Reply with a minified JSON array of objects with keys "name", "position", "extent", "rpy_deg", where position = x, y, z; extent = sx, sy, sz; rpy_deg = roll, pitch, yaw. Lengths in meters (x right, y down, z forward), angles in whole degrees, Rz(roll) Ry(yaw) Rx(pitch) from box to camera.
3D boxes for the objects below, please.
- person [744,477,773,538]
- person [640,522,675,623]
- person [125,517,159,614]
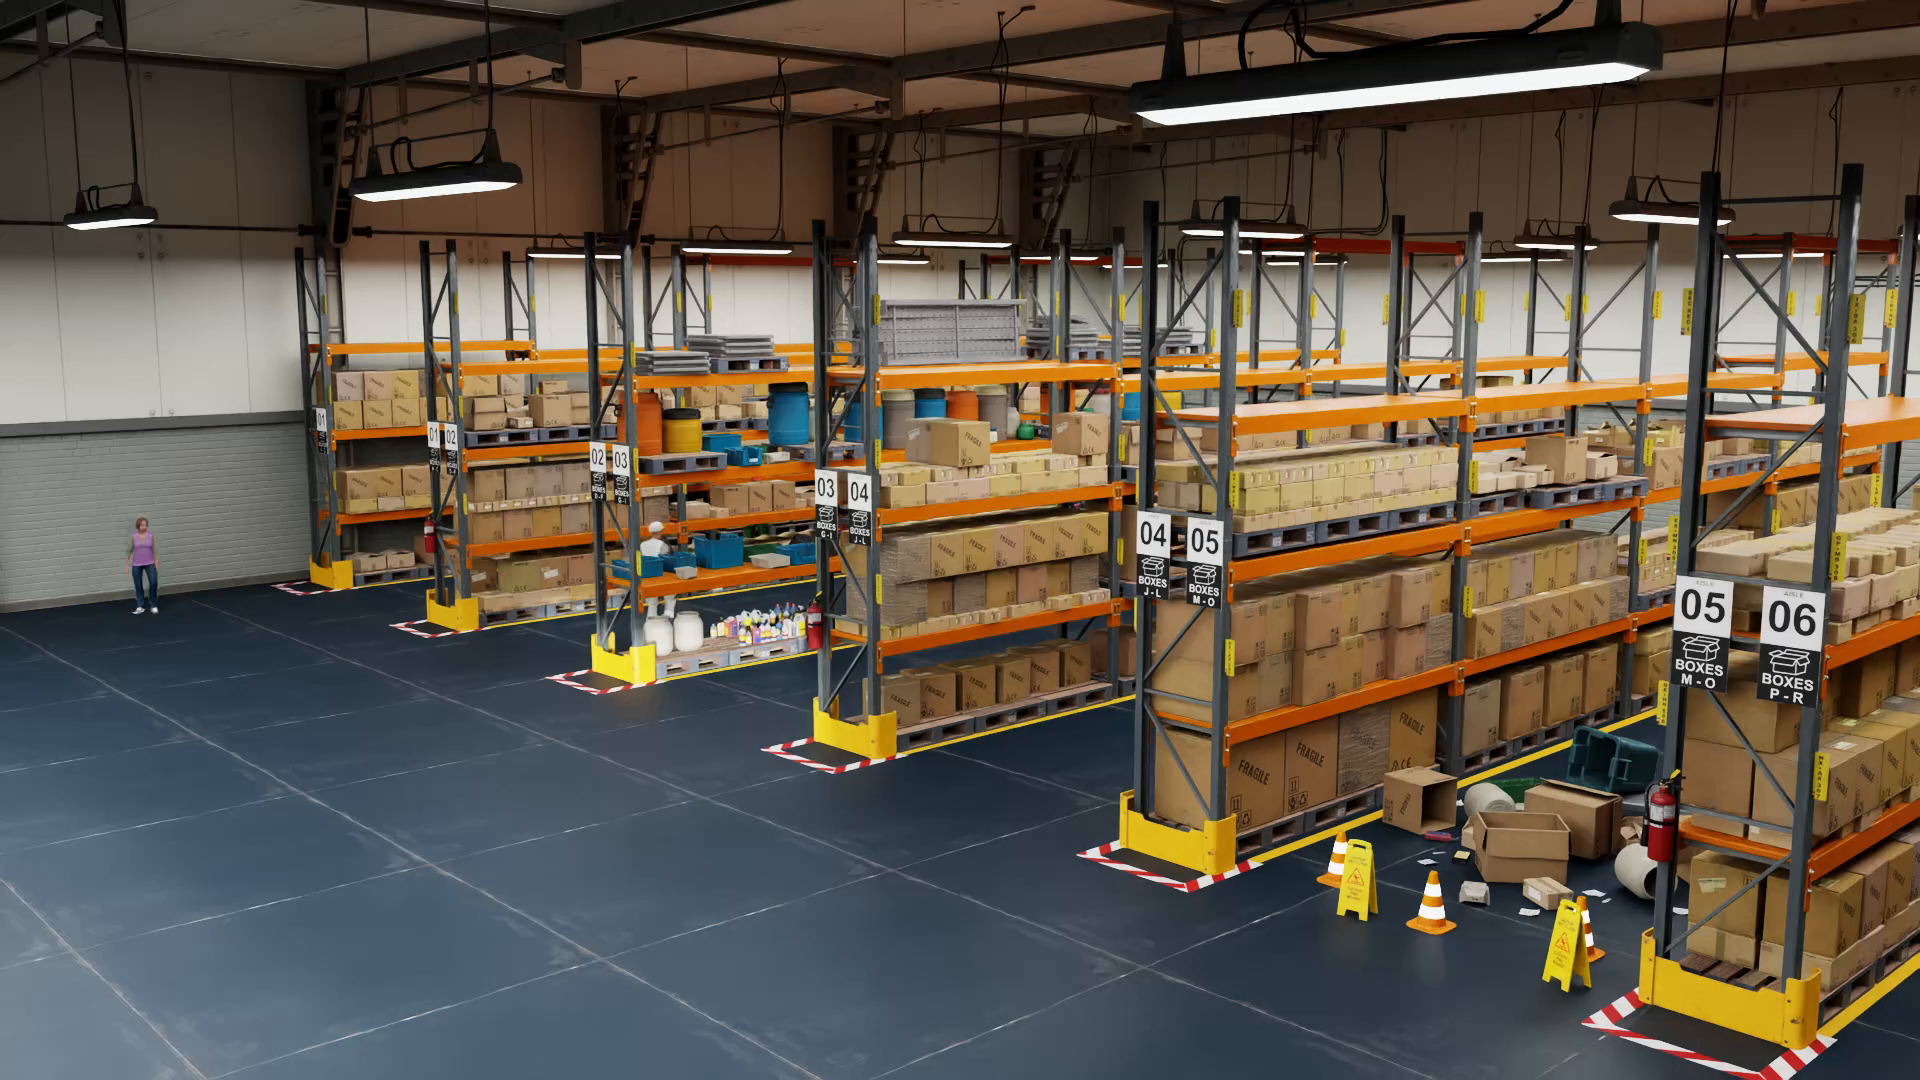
[{"name":"person","position":[-3.898,-0.399,32.026],"extent":[0.590,1.813,0.491],"rpy_deg":[0,8,-2]},{"name":"person","position":[-4.570,0.634,24.980],"extent":[0.518,1.830,0.468],"rpy_deg":[1,8,7]},{"name":"person","position":[-13.362,0.439,27.158],"extent":[0.506,1.637,0.346],"rpy_deg":[-4,9,-27]}]
